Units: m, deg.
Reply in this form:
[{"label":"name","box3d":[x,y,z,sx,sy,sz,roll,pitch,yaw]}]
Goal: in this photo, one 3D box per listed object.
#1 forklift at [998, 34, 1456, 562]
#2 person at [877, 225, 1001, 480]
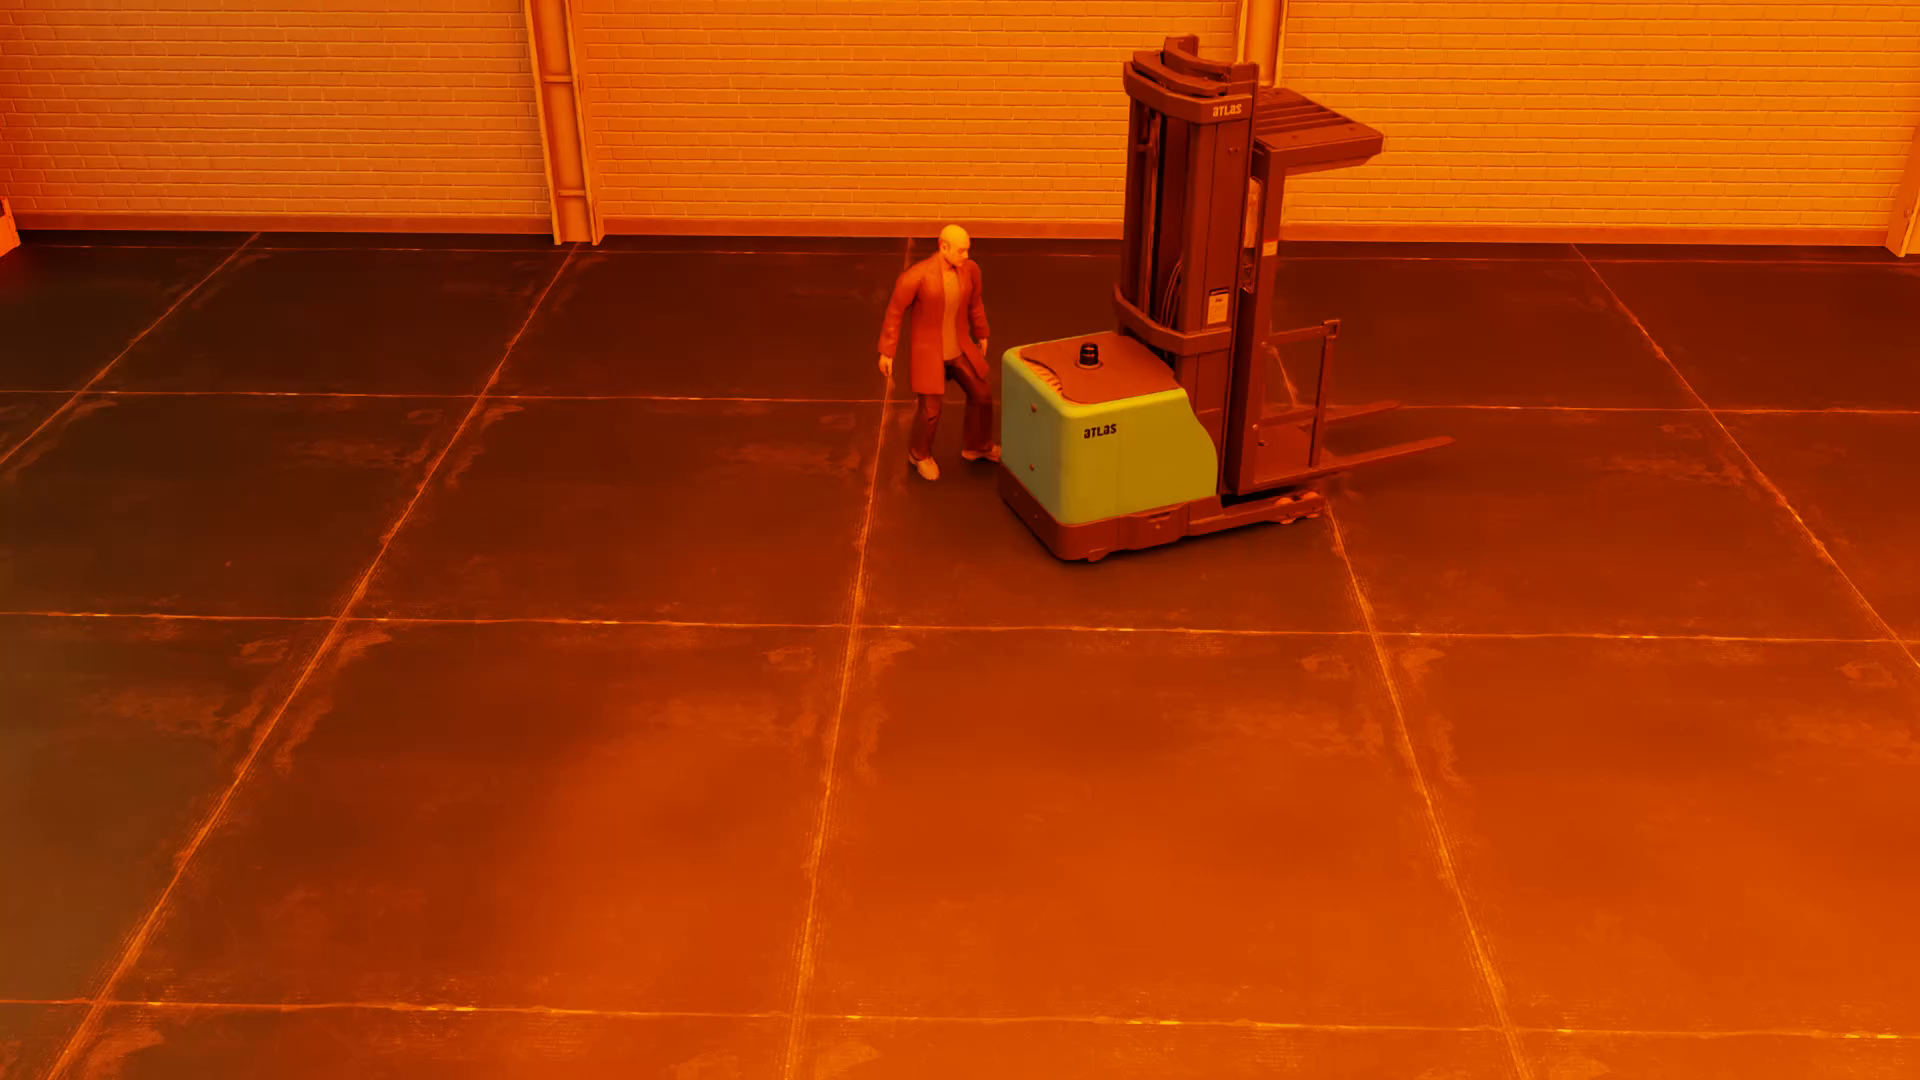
[{"label":"forklift","box3d":[1.816,-1.602,10.331,3.031,2.935,1.130,-12,33,-19]},{"label":"person","box3d":[-0.097,-1.251,10.921,0.917,1.749,0.451,-17,35,-27]}]
